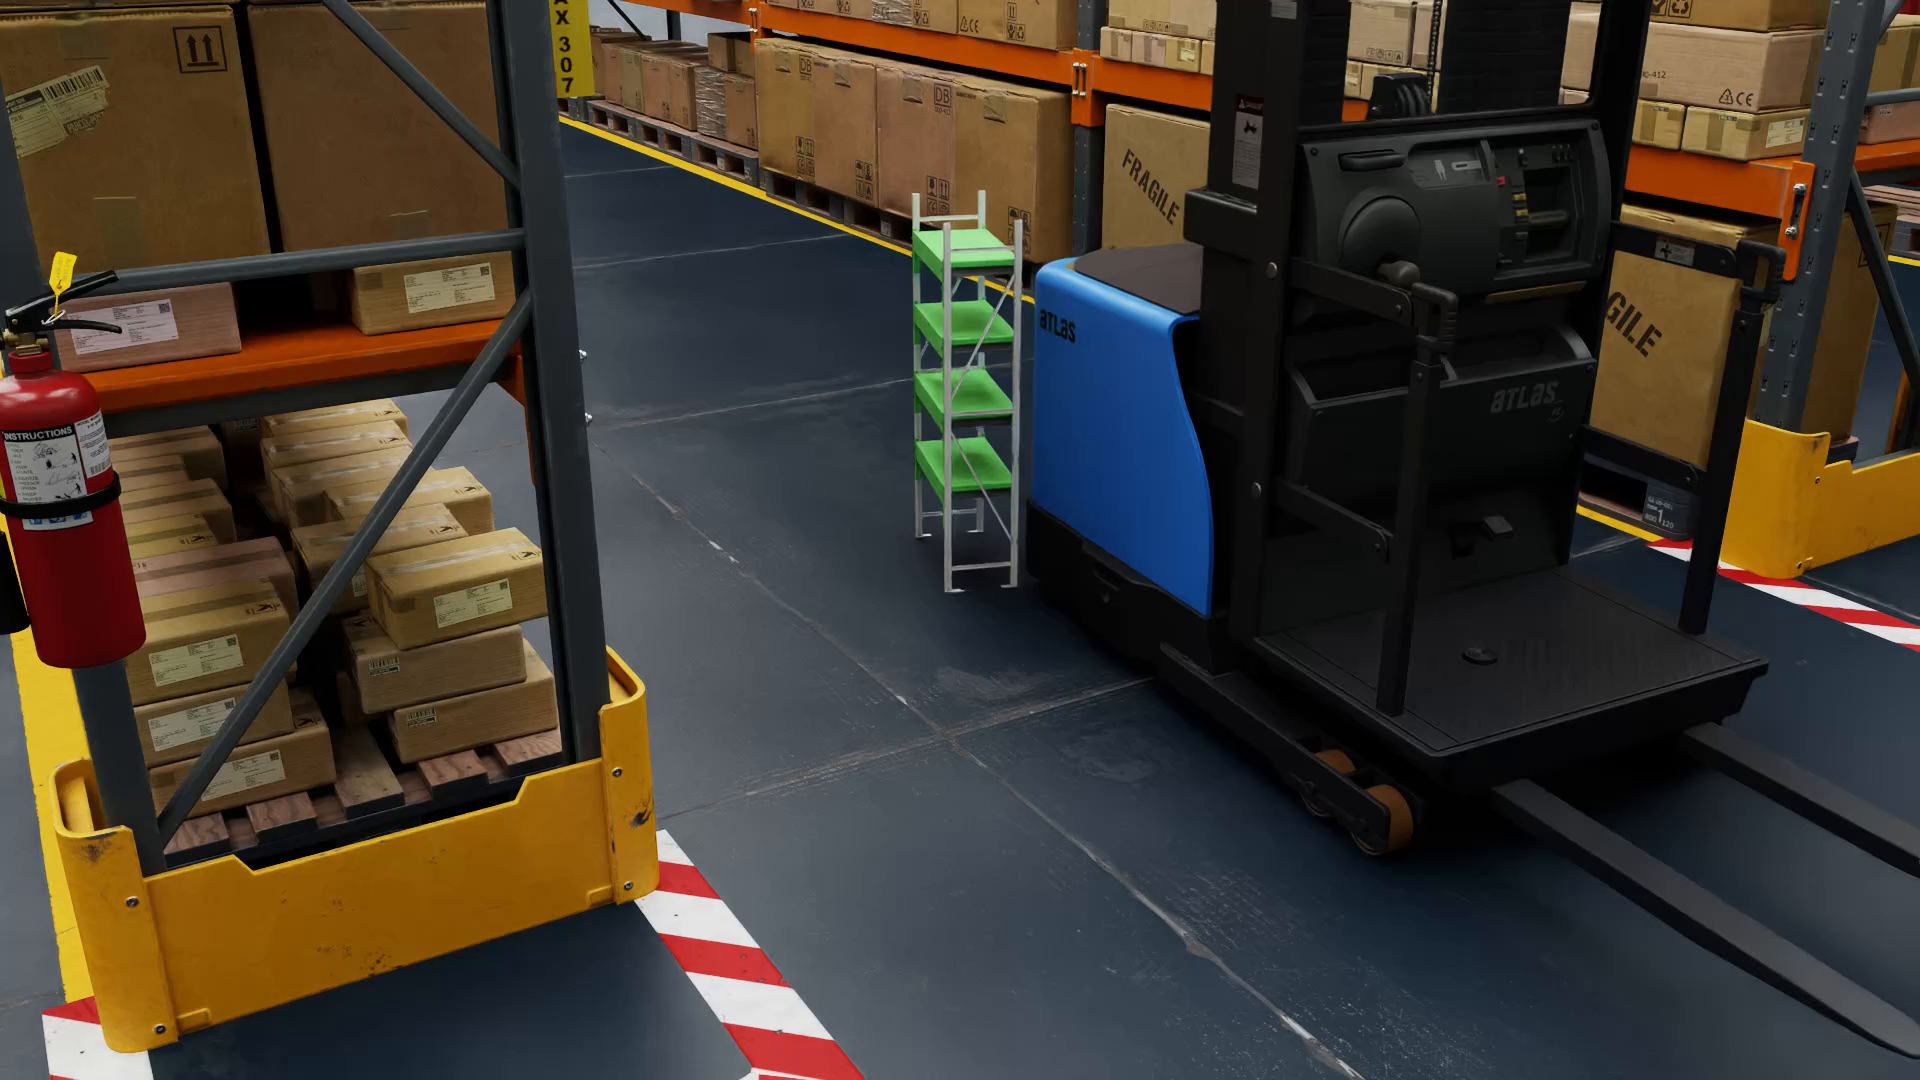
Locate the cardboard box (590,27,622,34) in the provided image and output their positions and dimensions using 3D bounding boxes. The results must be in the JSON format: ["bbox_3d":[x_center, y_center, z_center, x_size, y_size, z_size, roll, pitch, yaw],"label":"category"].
[{"bbox_3d":[-3.506,-4.667,16.073,0.500,0.500,0.500,-5,23,-11],"label":"cardboard box"}]

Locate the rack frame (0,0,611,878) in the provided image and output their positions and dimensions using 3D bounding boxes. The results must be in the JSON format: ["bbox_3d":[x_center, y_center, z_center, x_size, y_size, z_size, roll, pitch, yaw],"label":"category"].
[{"bbox_3d":[-1.223,-0.504,3.068,1.000,3.000,0.127,-13,25,-28],"label":"rack frame"}]

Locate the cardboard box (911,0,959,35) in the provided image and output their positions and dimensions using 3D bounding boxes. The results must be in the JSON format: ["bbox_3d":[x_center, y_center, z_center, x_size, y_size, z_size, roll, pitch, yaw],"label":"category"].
[{"bbox_3d":[0.056,-3.195,9.554,0.500,0.500,0.500,-13,25,-29],"label":"cardboard box"}]

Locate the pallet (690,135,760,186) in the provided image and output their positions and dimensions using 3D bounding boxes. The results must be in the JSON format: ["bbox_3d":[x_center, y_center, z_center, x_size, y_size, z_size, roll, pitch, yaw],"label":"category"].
[{"bbox_3d":[-1.392,-2.976,12.854,1.003,0.211,1.213,-13,25,-28],"label":"pallet"}]

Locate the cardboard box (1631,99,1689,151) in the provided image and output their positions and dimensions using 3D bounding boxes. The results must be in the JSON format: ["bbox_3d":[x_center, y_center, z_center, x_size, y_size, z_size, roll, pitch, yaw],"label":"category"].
[{"bbox_3d":[2.494,-1.445,5.716,0.380,0.149,0.250,-12,25,-28],"label":"cardboard box"}]

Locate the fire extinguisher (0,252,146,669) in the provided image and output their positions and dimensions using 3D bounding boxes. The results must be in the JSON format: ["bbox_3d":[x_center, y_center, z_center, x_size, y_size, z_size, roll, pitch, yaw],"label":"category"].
[{"bbox_3d":[-1.491,-0.125,2.733,0.296,0.674,0.183,-13,25,-28],"label":"fire extinguisher"}]

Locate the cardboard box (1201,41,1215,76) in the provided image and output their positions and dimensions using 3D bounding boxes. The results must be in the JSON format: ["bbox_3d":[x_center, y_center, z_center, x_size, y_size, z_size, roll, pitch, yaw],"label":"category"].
[{"bbox_3d":[1.320,-2.189,7.547,0.380,0.149,0.250,-13,26,-30],"label":"cardboard box"}]

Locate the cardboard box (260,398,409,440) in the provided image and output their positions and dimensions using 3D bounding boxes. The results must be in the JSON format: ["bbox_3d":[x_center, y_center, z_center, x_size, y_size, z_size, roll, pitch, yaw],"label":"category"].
[{"bbox_3d":[-1.888,-0.311,5.030,0.380,0.149,0.250,-12,25,-27],"label":"cardboard box"}]

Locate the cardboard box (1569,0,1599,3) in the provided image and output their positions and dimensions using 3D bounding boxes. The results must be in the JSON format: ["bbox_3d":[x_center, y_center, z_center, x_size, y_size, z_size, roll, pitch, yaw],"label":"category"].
[{"bbox_3d":[2.555,-2.377,6.483,0.500,0.500,0.500,-13,26,-30],"label":"cardboard box"}]

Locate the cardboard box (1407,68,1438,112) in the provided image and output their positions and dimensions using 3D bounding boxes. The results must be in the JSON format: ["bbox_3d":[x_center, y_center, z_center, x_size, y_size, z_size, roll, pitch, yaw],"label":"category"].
[{"bbox_3d":[1.972,-1.775,6.528,0.380,0.149,0.250,-13,25,-28],"label":"cardboard box"}]

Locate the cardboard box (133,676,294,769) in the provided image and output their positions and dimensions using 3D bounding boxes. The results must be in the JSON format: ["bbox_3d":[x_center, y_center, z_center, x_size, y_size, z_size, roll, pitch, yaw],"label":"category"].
[{"bbox_3d":[-1.738,0.369,3.755,0.380,0.149,0.250,-13,26,-30],"label":"cardboard box"}]

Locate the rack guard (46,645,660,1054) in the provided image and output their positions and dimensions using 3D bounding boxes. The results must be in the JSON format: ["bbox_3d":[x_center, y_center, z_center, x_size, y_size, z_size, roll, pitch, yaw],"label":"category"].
[{"bbox_3d":[-1.262,0.630,3.599,1.175,0.500,0.348,-13,25,-28],"label":"rack guard"}]

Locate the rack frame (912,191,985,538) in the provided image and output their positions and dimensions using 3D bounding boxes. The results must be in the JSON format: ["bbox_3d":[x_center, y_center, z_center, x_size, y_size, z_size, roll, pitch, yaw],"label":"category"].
[{"bbox_3d":[-0.036,-0.573,5.629,0.240,1.200,0.015,-5,23,-11],"label":"rack frame"}]

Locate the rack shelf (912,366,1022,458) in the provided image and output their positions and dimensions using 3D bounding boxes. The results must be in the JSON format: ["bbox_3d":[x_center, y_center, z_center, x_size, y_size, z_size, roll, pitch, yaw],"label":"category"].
[{"bbox_3d":[0.017,-0.424,5.432,0.258,0.148,0.480,-5,23,-11],"label":"rack shelf"}]

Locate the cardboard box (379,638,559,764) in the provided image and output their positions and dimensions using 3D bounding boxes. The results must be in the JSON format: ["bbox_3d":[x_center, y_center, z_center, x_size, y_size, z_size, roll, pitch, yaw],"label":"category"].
[{"bbox_3d":[-1.215,0.391,4.094,0.380,0.149,0.250,-12,25,-27],"label":"cardboard box"}]

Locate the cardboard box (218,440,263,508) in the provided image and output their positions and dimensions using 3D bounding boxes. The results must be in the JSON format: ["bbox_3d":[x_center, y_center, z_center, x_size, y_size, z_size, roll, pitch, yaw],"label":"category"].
[{"bbox_3d":[-2.121,-0.237,5.244,0.380,0.149,0.250,-11,25,-26],"label":"cardboard box"}]

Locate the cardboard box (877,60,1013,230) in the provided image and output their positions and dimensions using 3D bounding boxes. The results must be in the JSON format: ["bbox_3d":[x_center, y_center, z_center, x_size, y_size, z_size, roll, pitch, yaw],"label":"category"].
[{"bbox_3d":[0.248,-2.423,10.052,1.225,0.875,0.875,-14,26,-30],"label":"cardboard box"}]

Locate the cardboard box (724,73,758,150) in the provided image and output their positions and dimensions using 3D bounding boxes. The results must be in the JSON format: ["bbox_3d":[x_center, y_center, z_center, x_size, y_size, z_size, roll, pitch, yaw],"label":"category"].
[{"bbox_3d":[-1.353,-3.274,12.618,0.700,0.500,0.500,-14,26,-31],"label":"cardboard box"}]

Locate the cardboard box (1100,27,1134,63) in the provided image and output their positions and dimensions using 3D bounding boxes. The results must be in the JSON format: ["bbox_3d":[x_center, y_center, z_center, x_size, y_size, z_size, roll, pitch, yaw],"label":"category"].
[{"bbox_3d":[0.915,-2.444,8.174,0.380,0.149,0.250,-13,25,-28],"label":"cardboard box"}]

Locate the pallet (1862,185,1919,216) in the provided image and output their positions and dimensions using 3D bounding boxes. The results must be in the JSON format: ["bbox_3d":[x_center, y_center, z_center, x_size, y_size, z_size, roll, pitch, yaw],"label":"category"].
[{"bbox_3d":[5.717,-2.150,10.822,1.003,0.211,1.213,-13,25,-28],"label":"pallet"}]

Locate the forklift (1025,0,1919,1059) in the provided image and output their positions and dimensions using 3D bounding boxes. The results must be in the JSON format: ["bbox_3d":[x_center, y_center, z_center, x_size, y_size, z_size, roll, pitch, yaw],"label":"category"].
[{"bbox_3d":[1.321,-0.797,3.879,1.130,2.935,3.031,-11,24,-24],"label":"forklift"}]

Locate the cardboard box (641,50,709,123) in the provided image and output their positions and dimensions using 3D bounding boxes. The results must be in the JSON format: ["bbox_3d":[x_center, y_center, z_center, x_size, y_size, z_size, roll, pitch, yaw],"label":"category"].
[{"bbox_3d":[-2.228,-3.814,13.946,0.700,0.500,0.500,-15,27,-33],"label":"cardboard box"}]

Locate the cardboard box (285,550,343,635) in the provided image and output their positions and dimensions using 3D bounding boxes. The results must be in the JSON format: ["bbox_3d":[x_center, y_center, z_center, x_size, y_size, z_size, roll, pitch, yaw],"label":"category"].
[{"bbox_3d":[-1.562,0.104,4.406,0.380,0.149,0.250,-12,25,-28],"label":"cardboard box"}]

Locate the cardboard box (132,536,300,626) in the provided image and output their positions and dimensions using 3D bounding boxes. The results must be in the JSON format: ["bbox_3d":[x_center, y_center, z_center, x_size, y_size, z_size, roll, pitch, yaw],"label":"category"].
[{"bbox_3d":[-1.790,0.132,3.942,0.380,0.149,0.250,-12,25,-27],"label":"cardboard box"}]

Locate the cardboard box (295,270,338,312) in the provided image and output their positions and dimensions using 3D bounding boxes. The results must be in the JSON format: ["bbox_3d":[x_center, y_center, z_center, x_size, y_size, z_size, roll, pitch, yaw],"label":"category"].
[{"bbox_3d":[-1.272,-0.630,3.711,0.380,0.149,0.250,-12,25,-26],"label":"cardboard box"}]

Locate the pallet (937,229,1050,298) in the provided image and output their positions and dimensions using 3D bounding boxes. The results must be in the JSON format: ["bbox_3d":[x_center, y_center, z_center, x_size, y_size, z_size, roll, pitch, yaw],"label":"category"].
[{"bbox_3d":[0.591,-1.664,9.624,1.003,0.211,1.213,-13,25,-28],"label":"pallet"}]

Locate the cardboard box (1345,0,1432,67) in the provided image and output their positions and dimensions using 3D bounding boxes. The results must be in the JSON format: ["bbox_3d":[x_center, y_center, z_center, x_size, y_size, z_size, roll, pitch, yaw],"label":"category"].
[{"bbox_3d":[1.829,-2.096,6.789,0.500,0.250,0.500,-13,25,-28],"label":"cardboard box"}]

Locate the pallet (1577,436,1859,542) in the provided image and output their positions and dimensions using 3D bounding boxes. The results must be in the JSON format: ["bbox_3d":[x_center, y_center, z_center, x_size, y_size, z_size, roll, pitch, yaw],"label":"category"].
[{"bbox_3d":[2.617,-0.377,6.459,1.003,0.211,1.213,-13,25,-28],"label":"pallet"}]

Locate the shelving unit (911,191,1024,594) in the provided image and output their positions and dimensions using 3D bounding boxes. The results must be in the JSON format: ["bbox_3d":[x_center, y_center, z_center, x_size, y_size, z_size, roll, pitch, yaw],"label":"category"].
[{"bbox_3d":[0.017,-0.484,5.408,0.258,1.200,0.503,-5,23,-11],"label":"shelving unit"}]

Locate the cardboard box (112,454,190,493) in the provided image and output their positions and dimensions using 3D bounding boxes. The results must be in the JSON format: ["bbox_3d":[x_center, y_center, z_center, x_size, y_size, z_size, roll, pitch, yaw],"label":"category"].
[{"bbox_3d":[-2.294,-0.100,4.512,0.380,0.149,0.250,-12,25,-26],"label":"cardboard box"}]

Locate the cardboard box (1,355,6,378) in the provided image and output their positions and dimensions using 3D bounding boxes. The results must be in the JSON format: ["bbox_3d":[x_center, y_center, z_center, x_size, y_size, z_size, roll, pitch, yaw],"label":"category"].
[{"bbox_3d":[-3.356,-0.631,6.215,0.380,0.149,0.250,-11,25,-26],"label":"cardboard box"}]

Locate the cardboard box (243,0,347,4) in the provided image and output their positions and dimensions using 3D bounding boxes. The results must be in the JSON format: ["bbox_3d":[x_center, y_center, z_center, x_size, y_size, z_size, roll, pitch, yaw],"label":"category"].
[{"bbox_3d":[-1.224,-1.348,3.288,0.500,0.500,0.500,-13,25,-29],"label":"cardboard box"}]

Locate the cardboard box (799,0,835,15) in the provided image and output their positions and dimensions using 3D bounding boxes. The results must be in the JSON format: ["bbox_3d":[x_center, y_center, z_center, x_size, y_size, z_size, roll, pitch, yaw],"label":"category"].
[{"bbox_3d":[-0.714,-3.685,10.761,0.500,0.500,0.500,-13,26,-30],"label":"cardboard box"}]

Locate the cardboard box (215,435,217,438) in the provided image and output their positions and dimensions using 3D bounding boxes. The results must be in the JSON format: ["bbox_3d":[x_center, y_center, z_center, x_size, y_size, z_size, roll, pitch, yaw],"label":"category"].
[{"bbox_3d":[-2.491,-0.329,5.866,0.380,0.149,0.250,-13,26,-30],"label":"cardboard box"}]

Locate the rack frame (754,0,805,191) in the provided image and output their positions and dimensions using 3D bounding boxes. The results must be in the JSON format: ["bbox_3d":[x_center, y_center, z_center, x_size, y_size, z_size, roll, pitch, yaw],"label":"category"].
[{"bbox_3d":[-0.994,-4.015,11.706,1.000,3.000,0.127,-13,25,-28],"label":"rack frame"}]

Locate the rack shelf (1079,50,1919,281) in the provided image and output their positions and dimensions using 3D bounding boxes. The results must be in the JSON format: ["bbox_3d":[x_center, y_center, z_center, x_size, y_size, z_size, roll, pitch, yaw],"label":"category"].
[{"bbox_3d":[2.071,-1.739,7.062,1.077,0.370,4.000,-13,25,-28],"label":"rack shelf"}]

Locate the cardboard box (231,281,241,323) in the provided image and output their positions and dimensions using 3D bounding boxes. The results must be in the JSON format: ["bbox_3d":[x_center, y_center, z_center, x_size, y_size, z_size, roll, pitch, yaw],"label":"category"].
[{"bbox_3d":[-1.727,-0.526,3.457,0.380,0.149,0.250,-13,25,-28],"label":"cardboard box"}]

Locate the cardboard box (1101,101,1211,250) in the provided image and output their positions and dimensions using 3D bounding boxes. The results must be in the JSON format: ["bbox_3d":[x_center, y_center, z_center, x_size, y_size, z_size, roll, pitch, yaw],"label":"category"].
[{"bbox_3d":[1.318,-1.701,8.277,0.875,0.875,0.875,-13,25,-28],"label":"cardboard box"}]

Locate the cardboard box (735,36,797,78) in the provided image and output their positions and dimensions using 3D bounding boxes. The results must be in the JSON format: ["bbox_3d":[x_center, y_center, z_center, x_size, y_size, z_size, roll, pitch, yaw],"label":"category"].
[{"bbox_3d":[-1.362,-3.619,12.472,0.500,0.250,0.500,-11,25,-26],"label":"cardboard box"}]

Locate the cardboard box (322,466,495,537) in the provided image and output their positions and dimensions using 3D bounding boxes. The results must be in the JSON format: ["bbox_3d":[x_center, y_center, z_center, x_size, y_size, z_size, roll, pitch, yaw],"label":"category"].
[{"bbox_3d":[-1.461,-0.061,4.415,0.380,0.149,0.250,-13,25,-28],"label":"cardboard box"}]

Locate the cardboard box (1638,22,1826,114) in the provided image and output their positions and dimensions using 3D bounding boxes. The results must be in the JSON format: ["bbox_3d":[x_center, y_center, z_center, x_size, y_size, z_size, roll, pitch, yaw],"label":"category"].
[{"bbox_3d":[2.617,-1.599,5.567,0.500,0.250,0.500,-13,26,-29],"label":"cardboard box"}]
